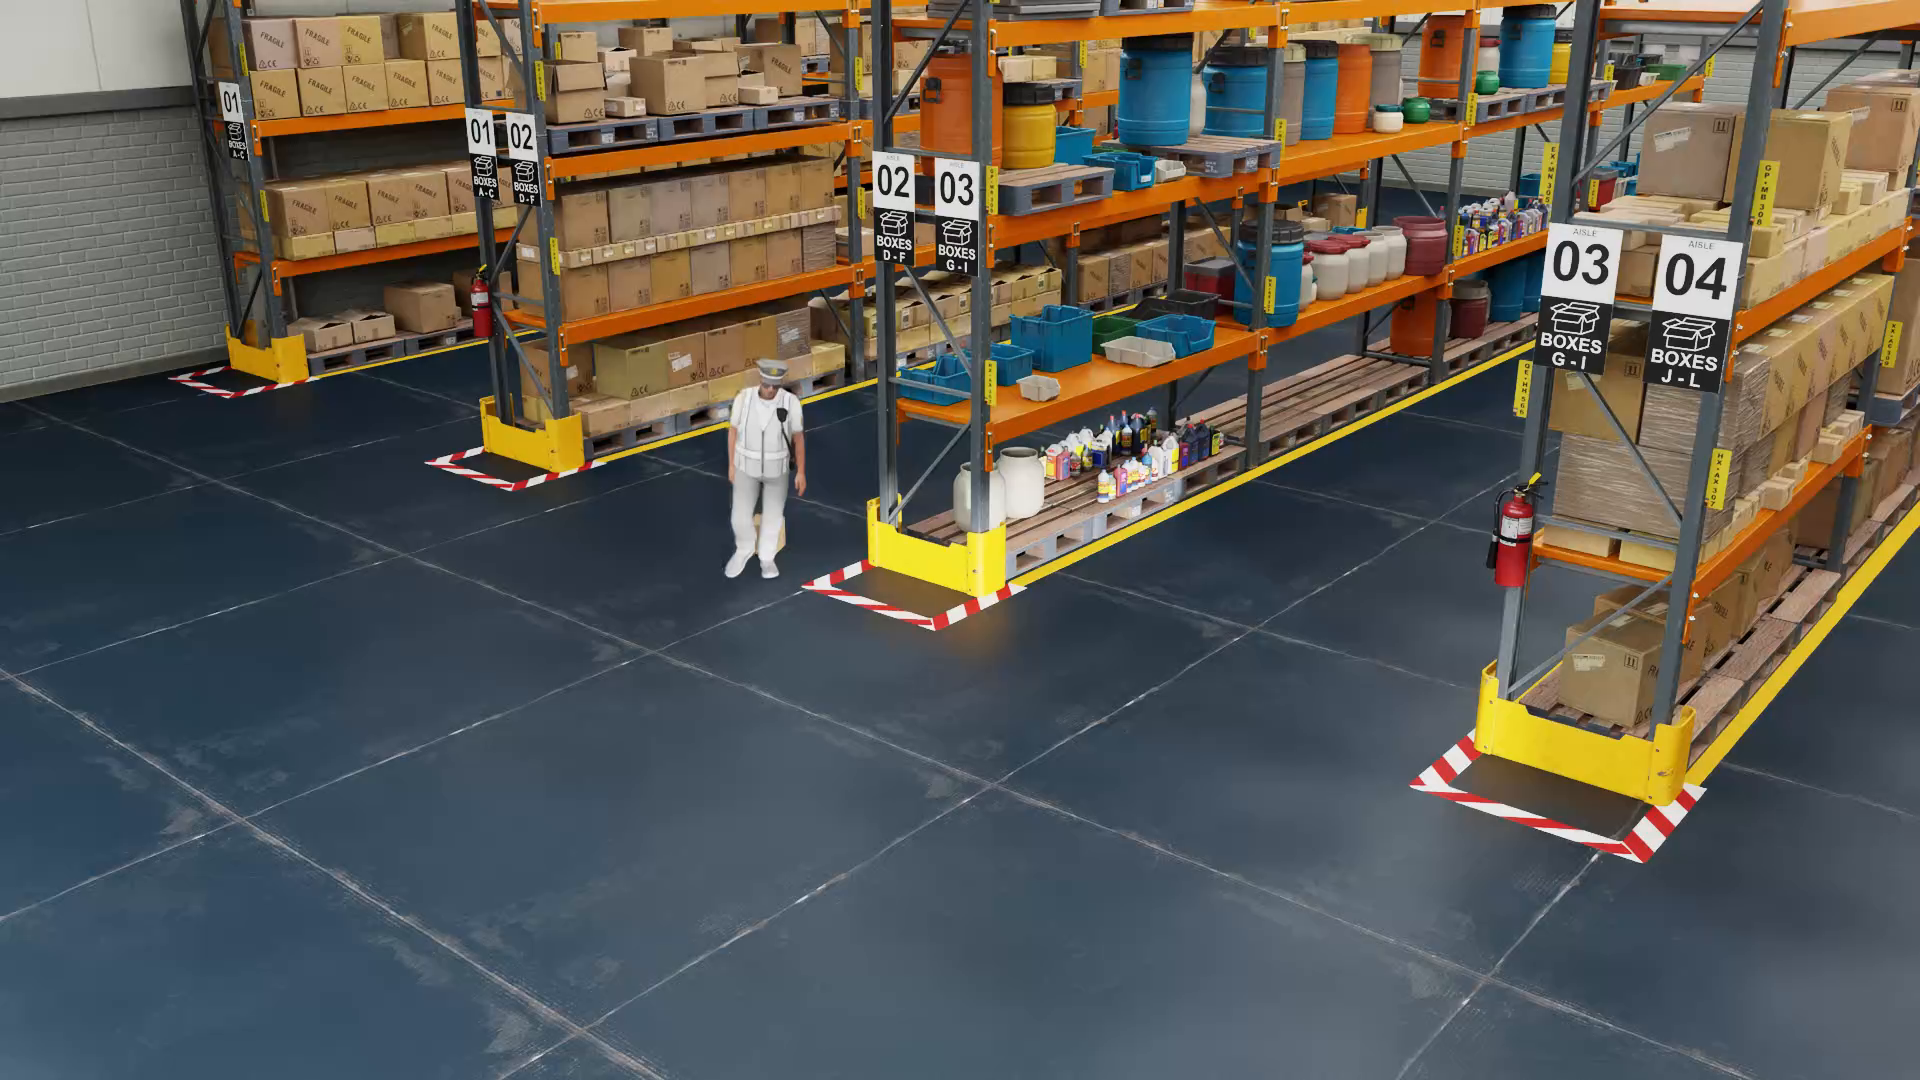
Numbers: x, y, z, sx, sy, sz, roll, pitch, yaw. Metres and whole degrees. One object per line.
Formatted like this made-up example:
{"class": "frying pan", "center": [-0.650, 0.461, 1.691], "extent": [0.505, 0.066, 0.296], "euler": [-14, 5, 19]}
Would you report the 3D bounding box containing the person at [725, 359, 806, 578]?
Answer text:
{"class": "person", "center": [-1.484, -0.531, 12.498], "extent": [0.641, 1.724, 0.492], "euler": [-3, 20, -8]}
